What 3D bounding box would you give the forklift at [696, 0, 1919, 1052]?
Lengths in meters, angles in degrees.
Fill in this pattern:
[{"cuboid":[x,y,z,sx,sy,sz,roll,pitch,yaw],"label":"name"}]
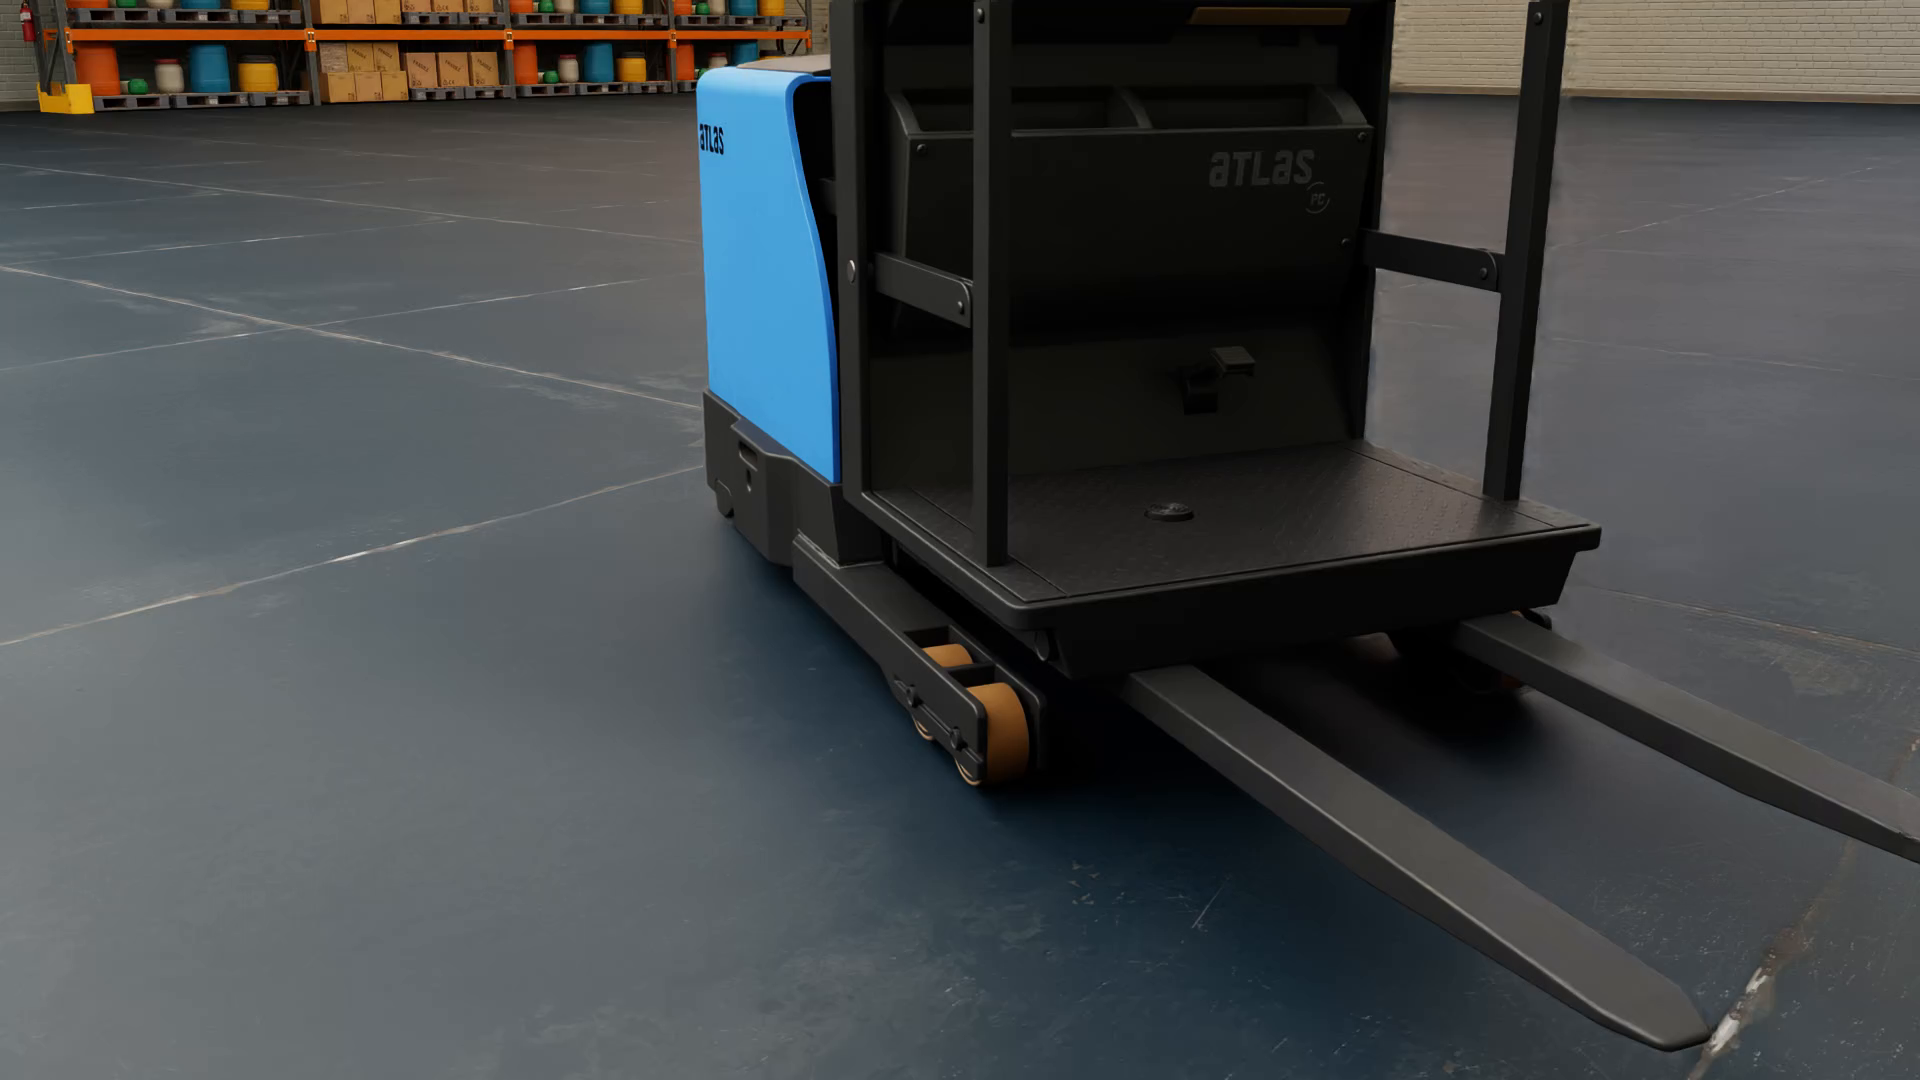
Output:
[{"cuboid":[0.400,-1.149,2.681,1.130,2.935,3.031,-7,18,-22],"label":"forklift"}]
